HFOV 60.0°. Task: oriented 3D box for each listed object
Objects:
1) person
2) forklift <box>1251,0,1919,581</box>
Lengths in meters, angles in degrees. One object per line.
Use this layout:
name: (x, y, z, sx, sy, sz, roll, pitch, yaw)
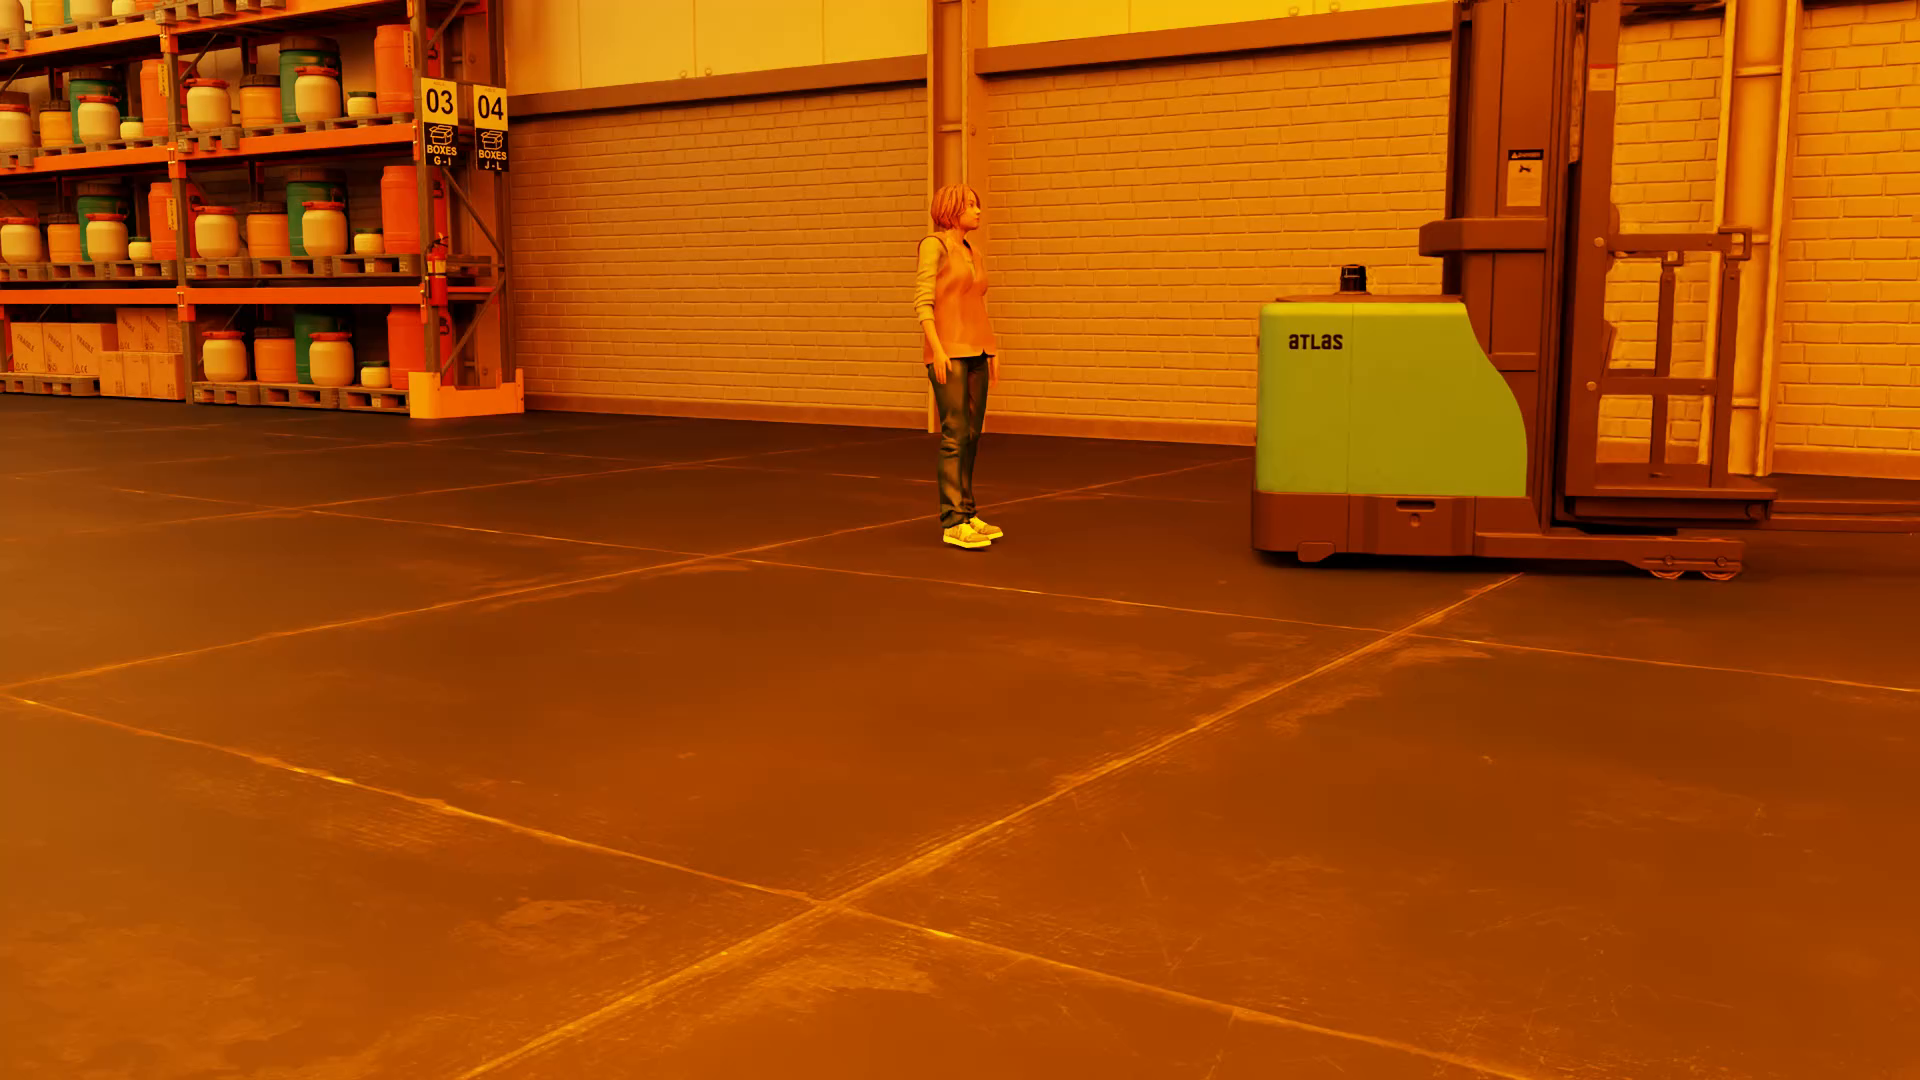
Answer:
person: (0.053, -0.791, 7.438, 0.476, 1.597, 0.520, 5, 10, 34)
forklift: (2.774, -1.373, 6.847, 3.031, 2.935, 1.130, 1, 8, 10)
